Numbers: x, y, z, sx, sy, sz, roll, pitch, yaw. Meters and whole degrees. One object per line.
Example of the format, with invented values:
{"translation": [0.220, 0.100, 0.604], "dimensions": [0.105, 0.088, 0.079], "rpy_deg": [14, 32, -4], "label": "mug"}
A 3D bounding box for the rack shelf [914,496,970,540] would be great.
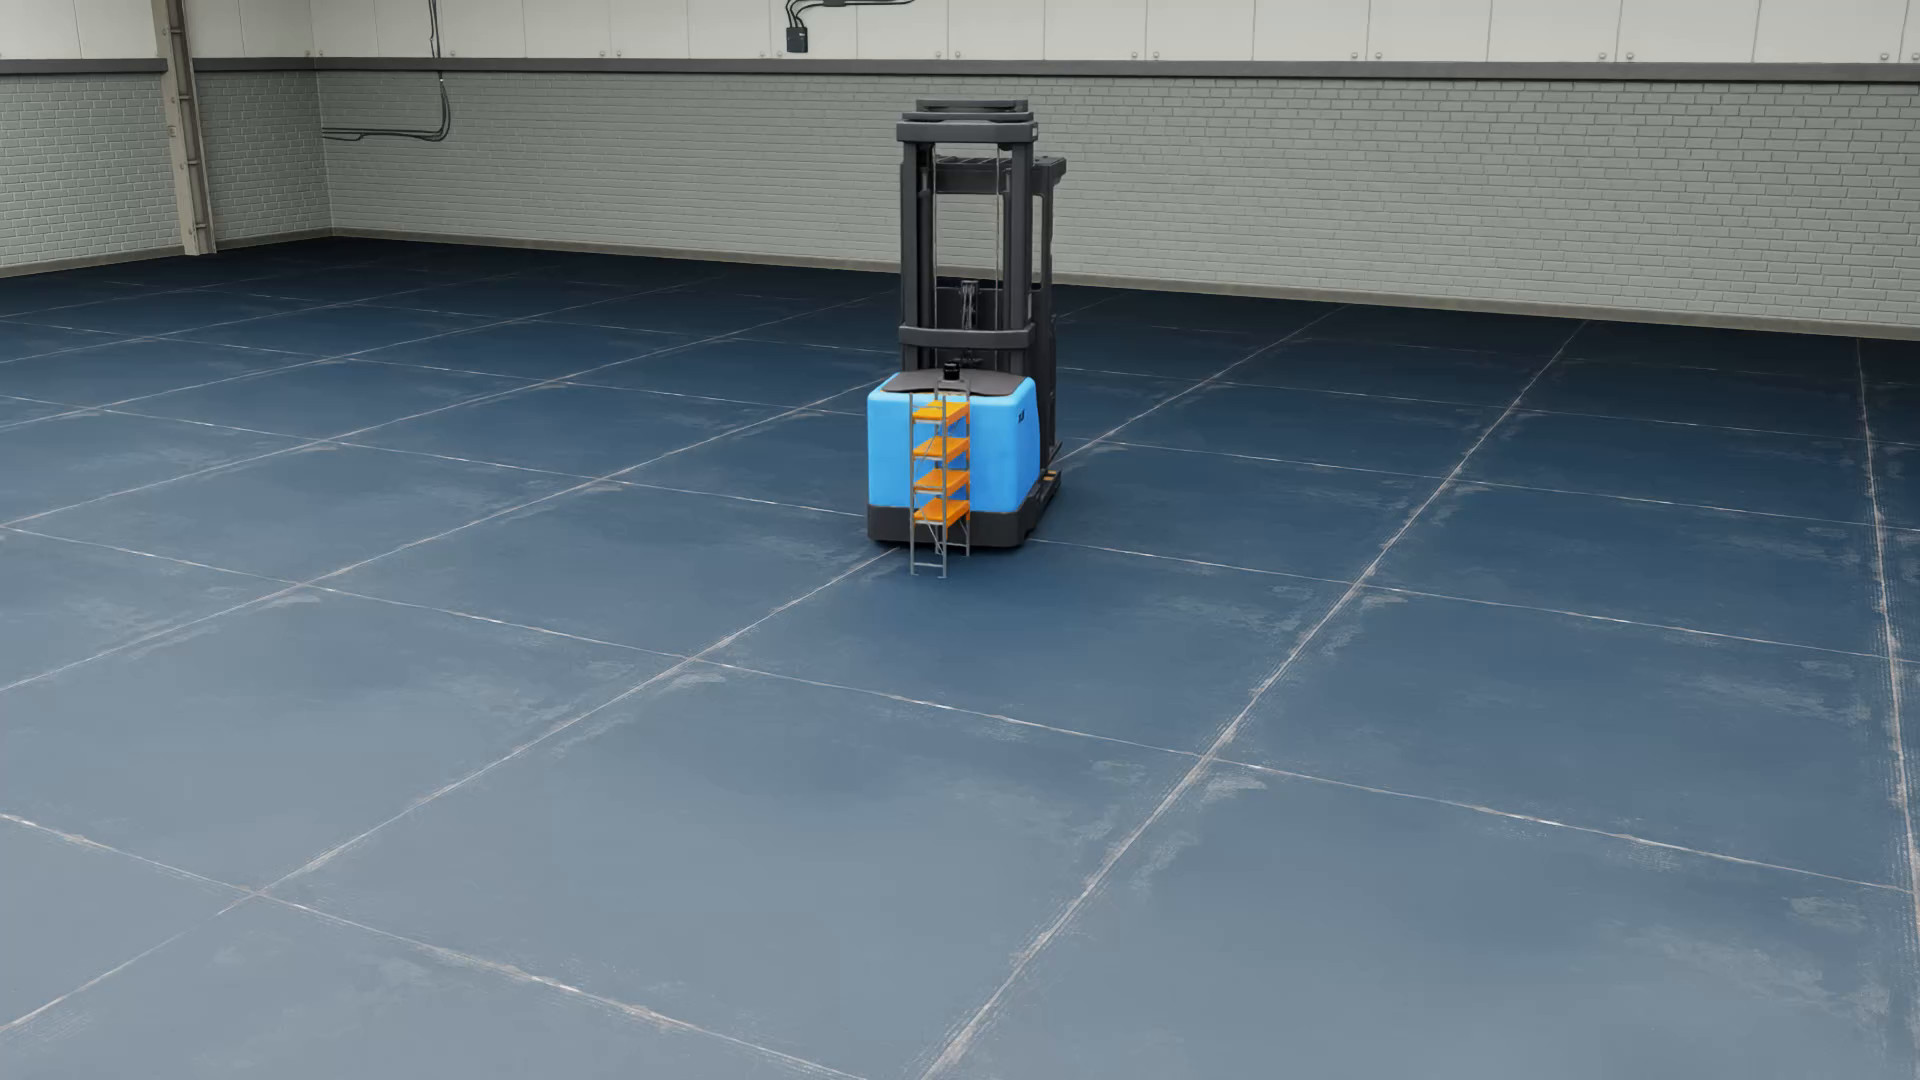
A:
{"translation": [-0.127, -0.146, 10.844], "dimensions": [0.258, 0.148, 0.480], "rpy_deg": [5, 17, 17], "label": "rack shelf"}

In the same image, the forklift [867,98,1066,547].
{"translation": [0.165, -1.733, 12.213], "dimensions": [1.130, 2.935, 3.031], "rpy_deg": [3, 17, 11], "label": "forklift"}

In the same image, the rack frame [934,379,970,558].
{"translation": [-0.052, -0.467, 10.991], "dimensions": [0.240, 1.200, 0.015], "rpy_deg": [5, 17, 17], "label": "rack frame"}

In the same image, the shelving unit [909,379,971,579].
{"translation": [-0.127, -0.401, 10.768], "dimensions": [0.258, 1.200, 0.503], "rpy_deg": [5, 17, 17], "label": "shelving unit"}

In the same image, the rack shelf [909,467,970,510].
{"translation": [-0.127, -0.337, 10.787], "dimensions": [0.258, 0.148, 0.480], "rpy_deg": [5, 17, 17], "label": "rack shelf"}

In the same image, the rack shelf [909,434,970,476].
{"translation": [-0.127, -0.551, 10.724], "dimensions": [0.258, 0.148, 0.480], "rpy_deg": [5, 17, 17], "label": "rack shelf"}

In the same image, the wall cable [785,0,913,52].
{"translation": [-1.543, -10.038, 23.542], "dimensions": [2.305, 6.003, 0.169], "rpy_deg": [8, 18, 25], "label": "wall cable"}

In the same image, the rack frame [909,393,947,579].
{"translation": [-0.203, -0.335, 10.546], "dimensions": [0.240, 1.200, 0.015], "rpy_deg": [5, 17, 17], "label": "rack frame"}

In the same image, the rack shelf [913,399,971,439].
{"translation": [-0.127, -0.778, 10.656], "dimensions": [0.258, 0.148, 0.480], "rpy_deg": [5, 17, 17], "label": "rack shelf"}

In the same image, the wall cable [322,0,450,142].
{"translation": [-10.029, -8.131, 28.549], "dimensions": [3.097, 2.526, 0.112], "rpy_deg": [8, 18, 25], "label": "wall cable"}

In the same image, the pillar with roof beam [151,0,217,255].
{"translation": [-8.677, -8.490, 24.303], "dimensions": [9.100, 9.000, 0.400], "rpy_deg": [8, 18, 25], "label": "pillar with roof beam"}
